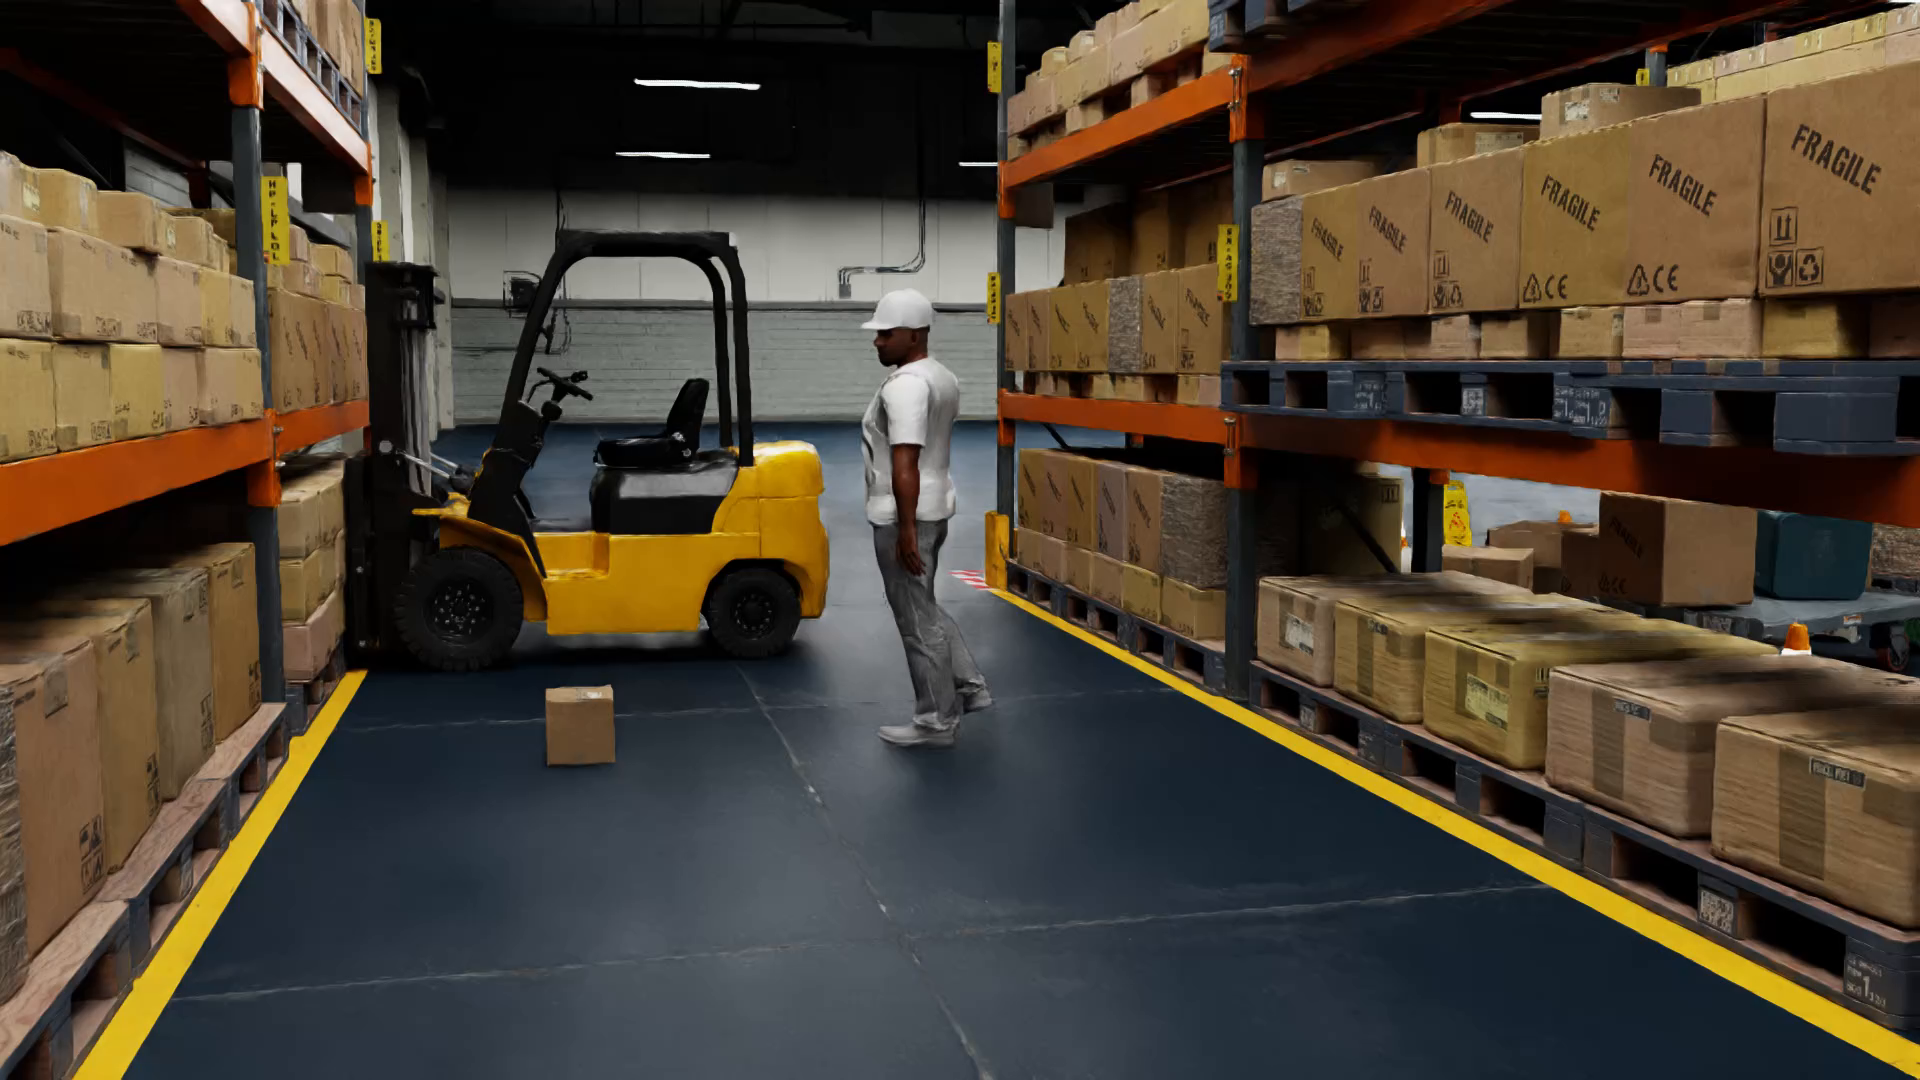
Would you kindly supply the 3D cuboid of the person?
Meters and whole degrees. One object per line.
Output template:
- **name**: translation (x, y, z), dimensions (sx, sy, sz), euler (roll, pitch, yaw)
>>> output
- **person**: translation (-0.121, -0.083, 6.477), dimensions (0.451, 1.756, 0.730), euler (2, 6, 17)
